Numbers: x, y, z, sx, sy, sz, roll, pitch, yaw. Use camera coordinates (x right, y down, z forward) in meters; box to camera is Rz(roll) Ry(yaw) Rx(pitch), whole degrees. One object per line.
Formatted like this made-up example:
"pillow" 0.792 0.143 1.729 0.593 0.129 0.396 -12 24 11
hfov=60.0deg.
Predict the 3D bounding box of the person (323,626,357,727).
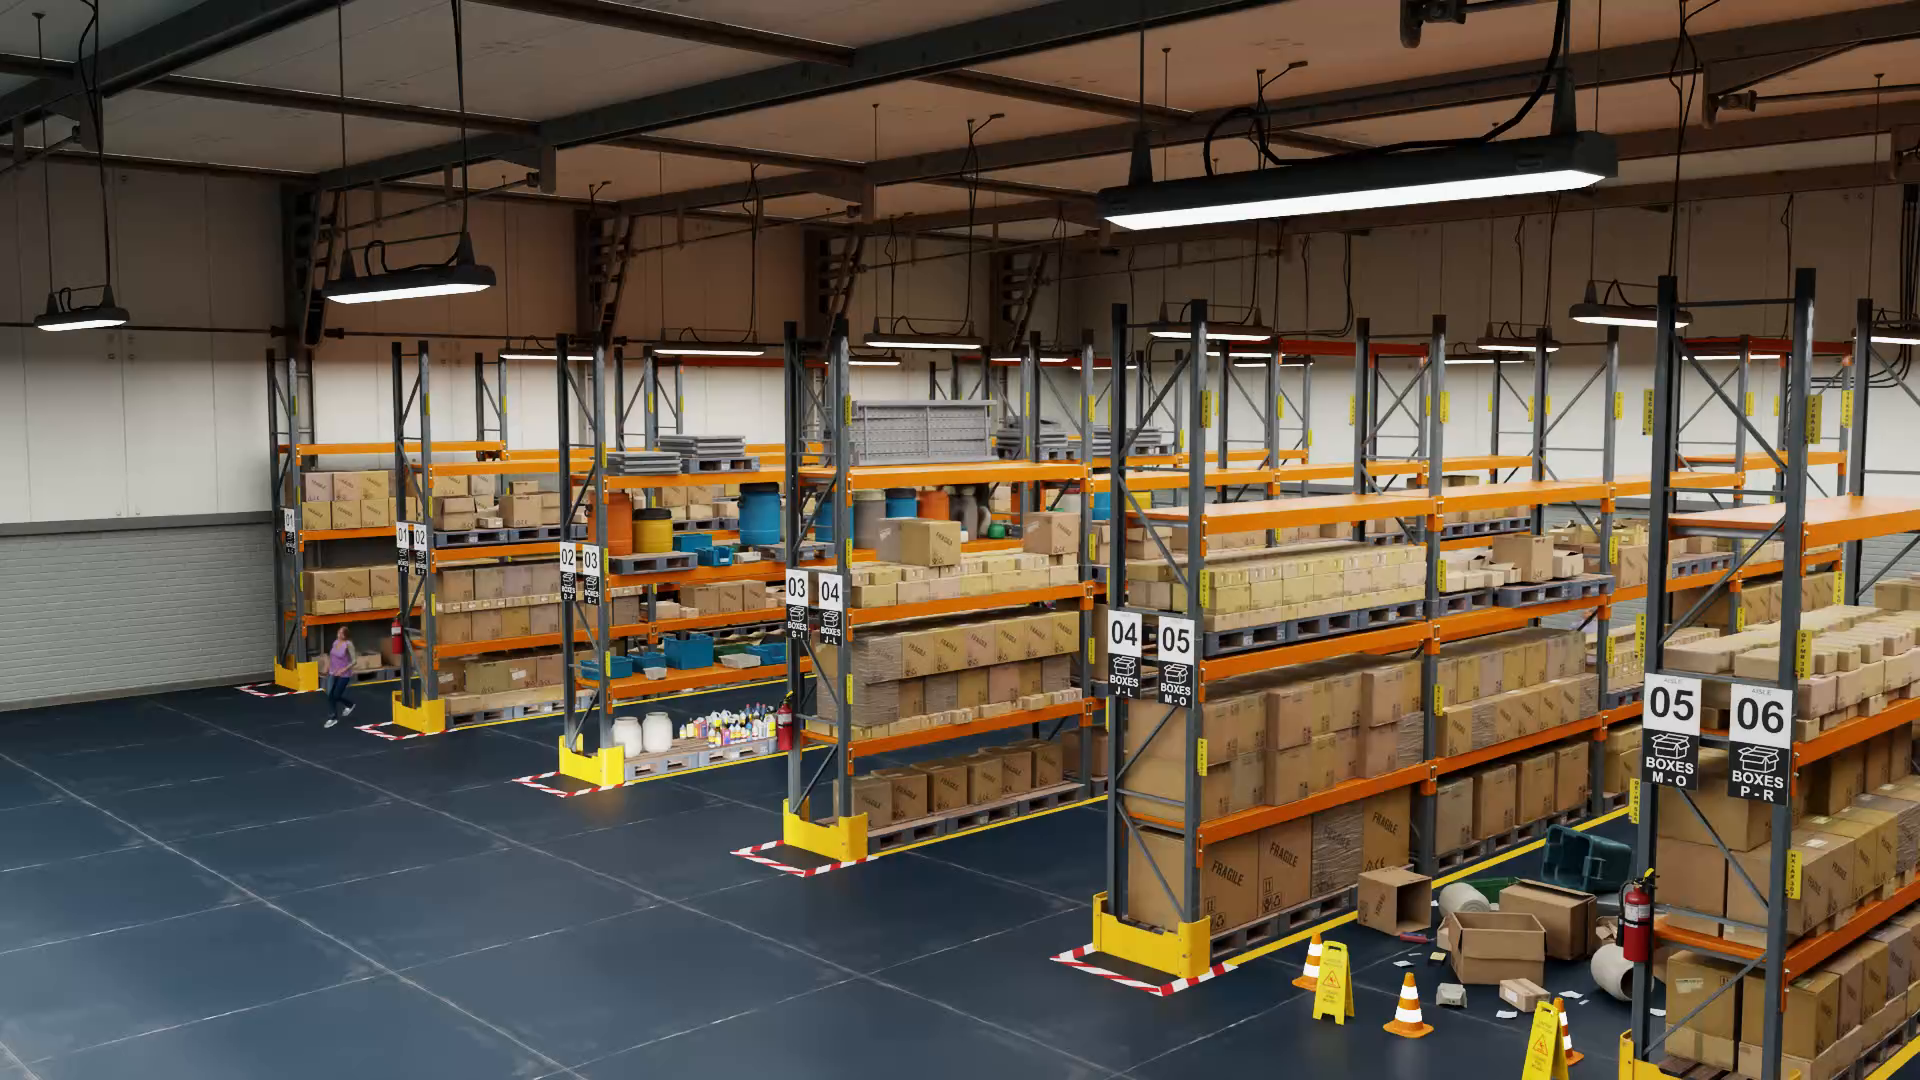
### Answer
"person" -9.716 2.133 26.201 0.582 1.575 0.650 2 5 18

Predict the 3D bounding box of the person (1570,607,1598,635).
"person" 10.695 1.939 28.286 0.699 1.619 0.627 3 6 30
